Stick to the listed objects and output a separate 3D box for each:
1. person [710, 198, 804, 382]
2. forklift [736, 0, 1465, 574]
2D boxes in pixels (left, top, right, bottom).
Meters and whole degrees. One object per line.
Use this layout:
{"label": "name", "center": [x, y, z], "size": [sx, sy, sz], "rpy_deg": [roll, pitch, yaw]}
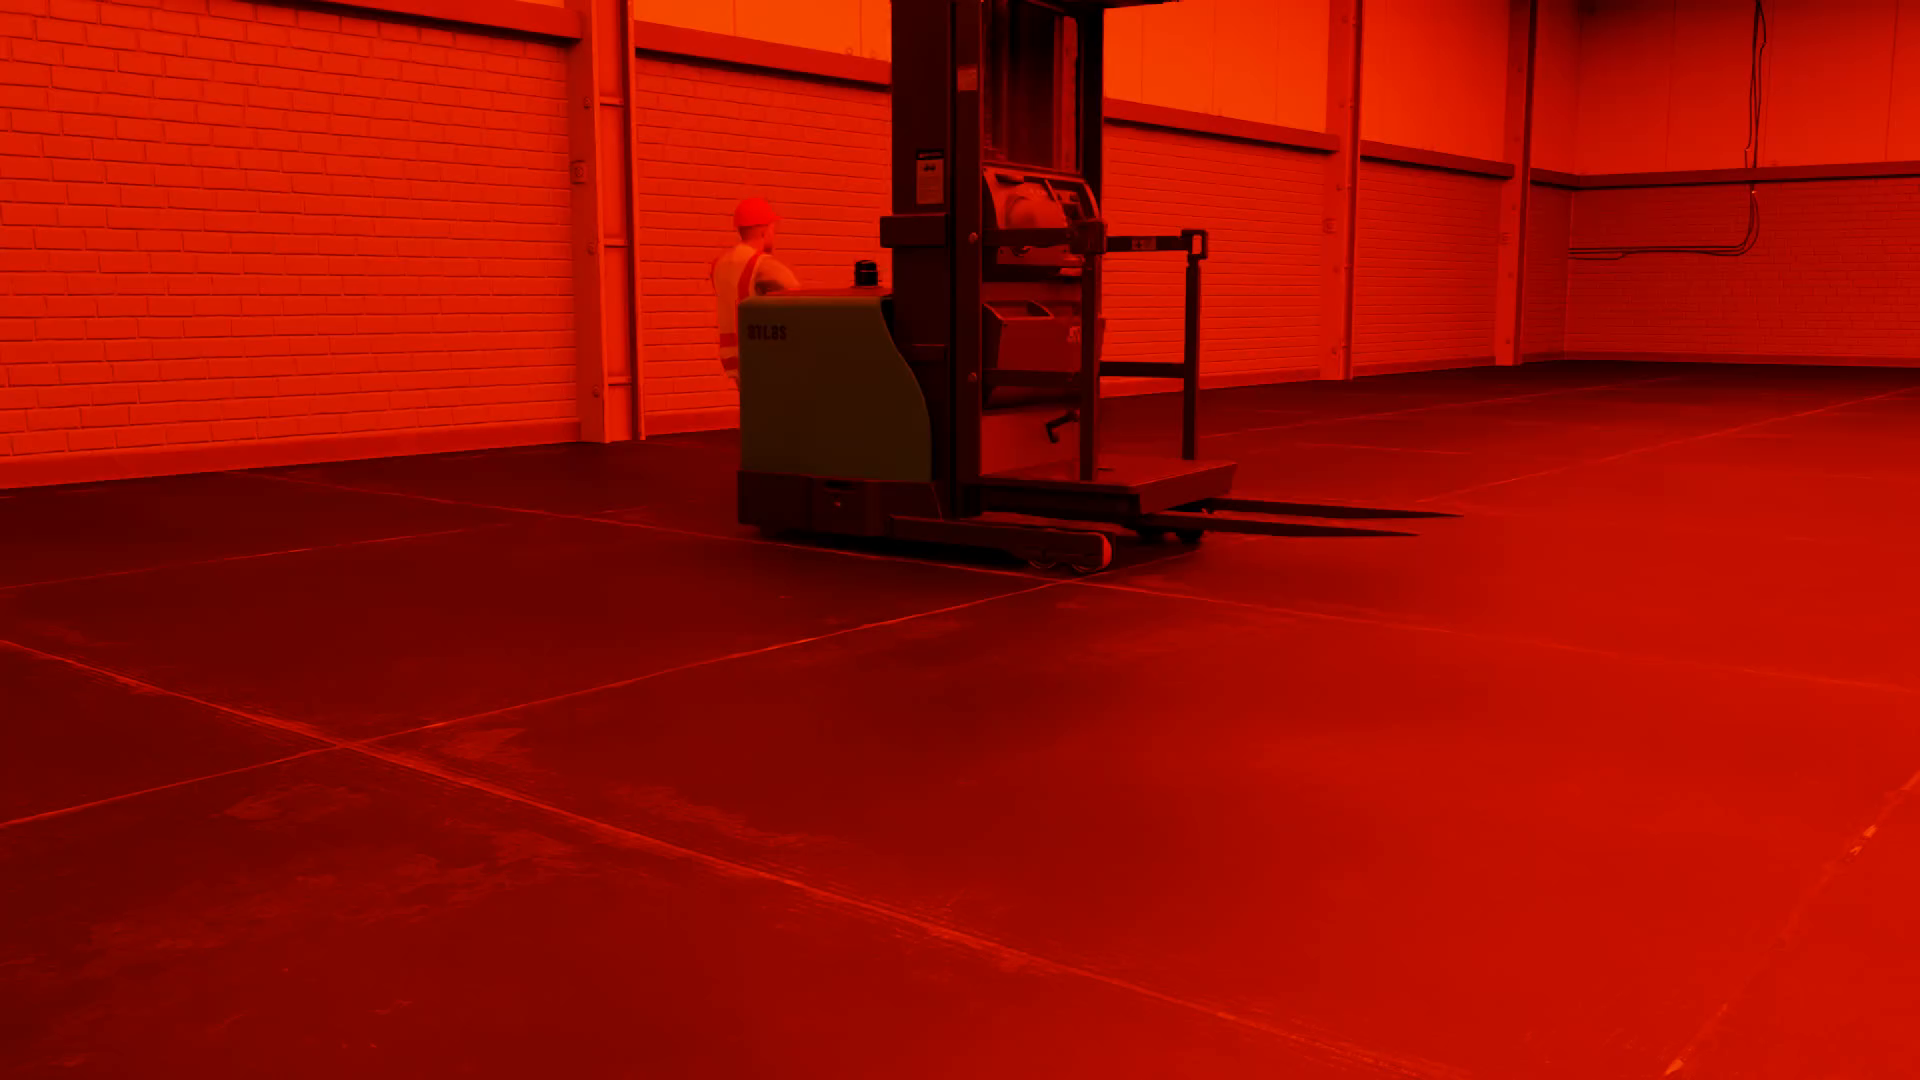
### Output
{"label": "person", "center": [-0.920, -0.970, 8.834], "size": [0.825, 1.655, 0.701], "rpy_deg": [8, 12, 44]}
{"label": "forklift", "center": [0.529, -1.405, 6.887], "size": [3.031, 2.935, 1.130], "rpy_deg": [5, 10, 31]}
